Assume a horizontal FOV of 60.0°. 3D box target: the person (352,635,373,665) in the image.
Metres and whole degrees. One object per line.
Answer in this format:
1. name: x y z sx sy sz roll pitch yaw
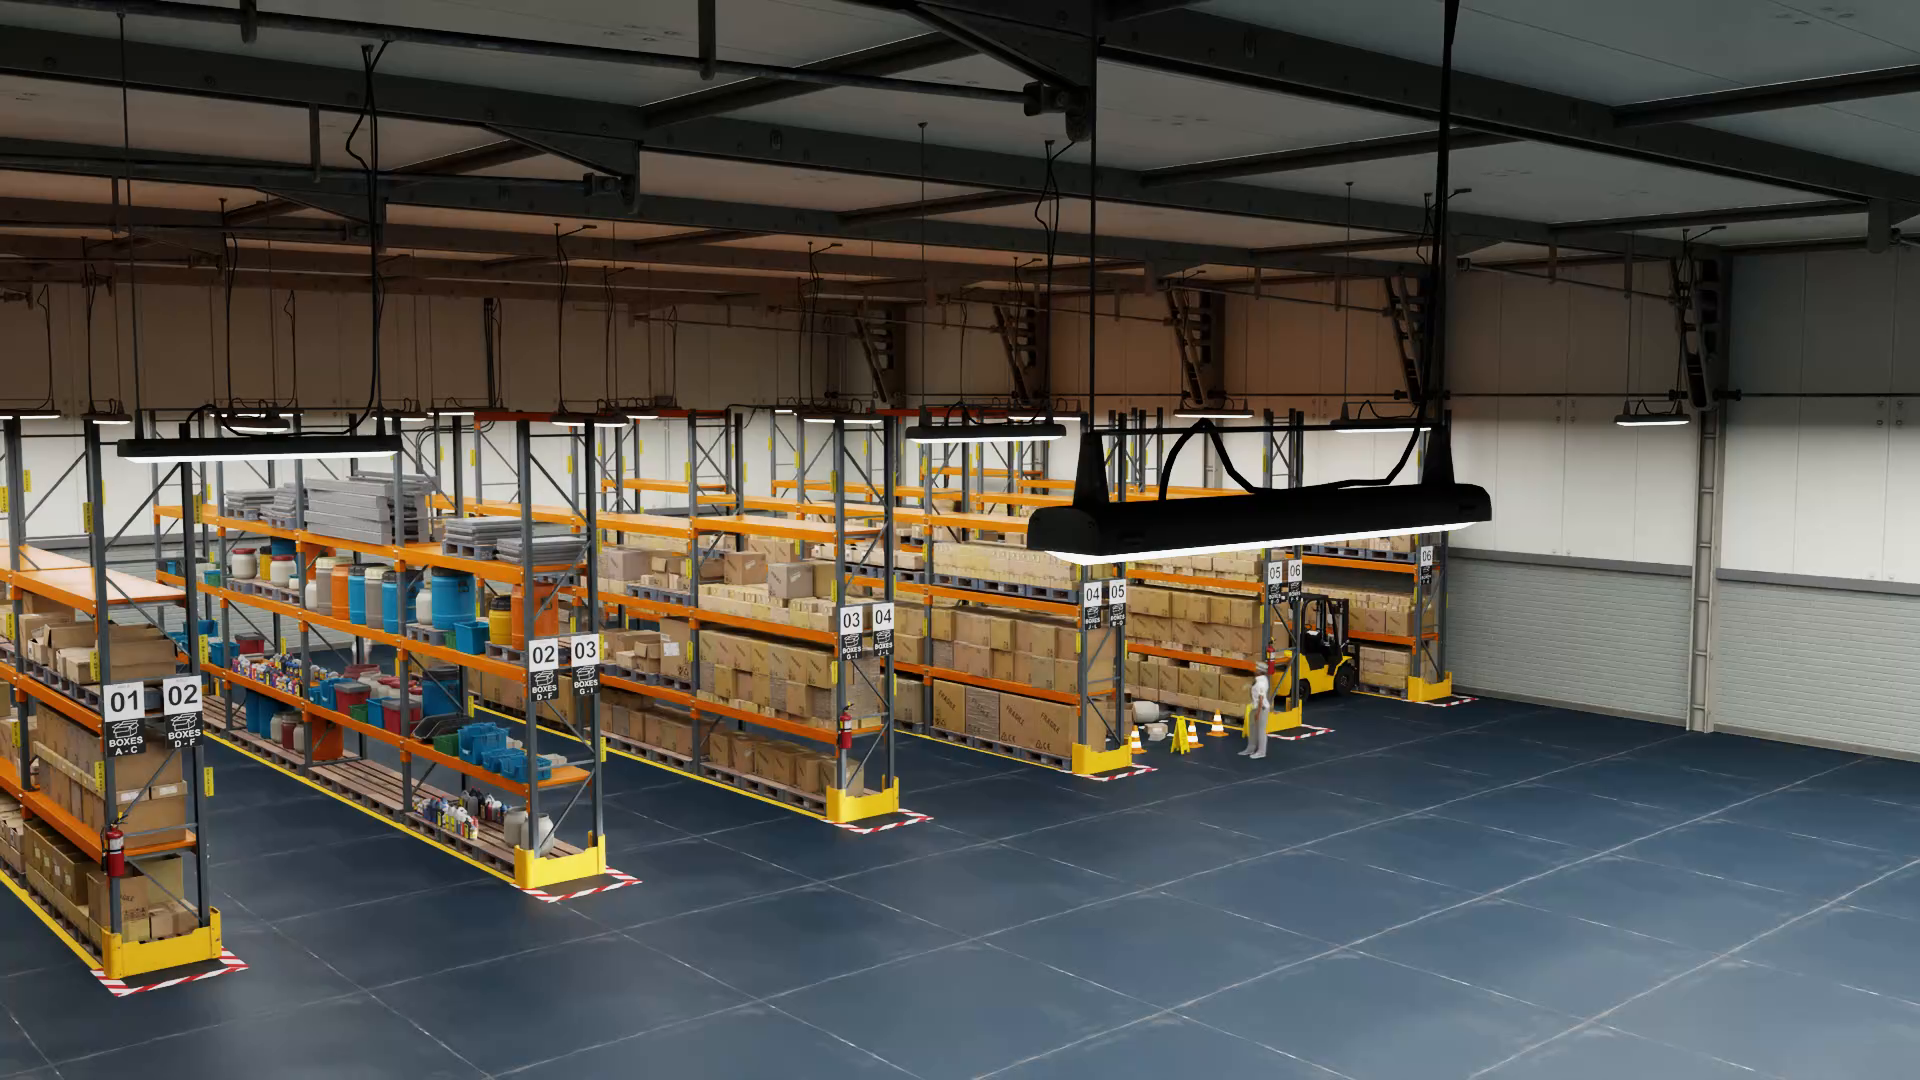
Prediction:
1. person: -12.613 2.374 35.135 0.435 1.780 0.596 -3 6 -33

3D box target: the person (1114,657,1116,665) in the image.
1. person: 3.370 2.170 37.800 0.732 1.714 0.536 5 7 43

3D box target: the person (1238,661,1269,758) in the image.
1. person: 5.146 2.950 28.987 0.431 1.693 0.514 -1 5 -16
